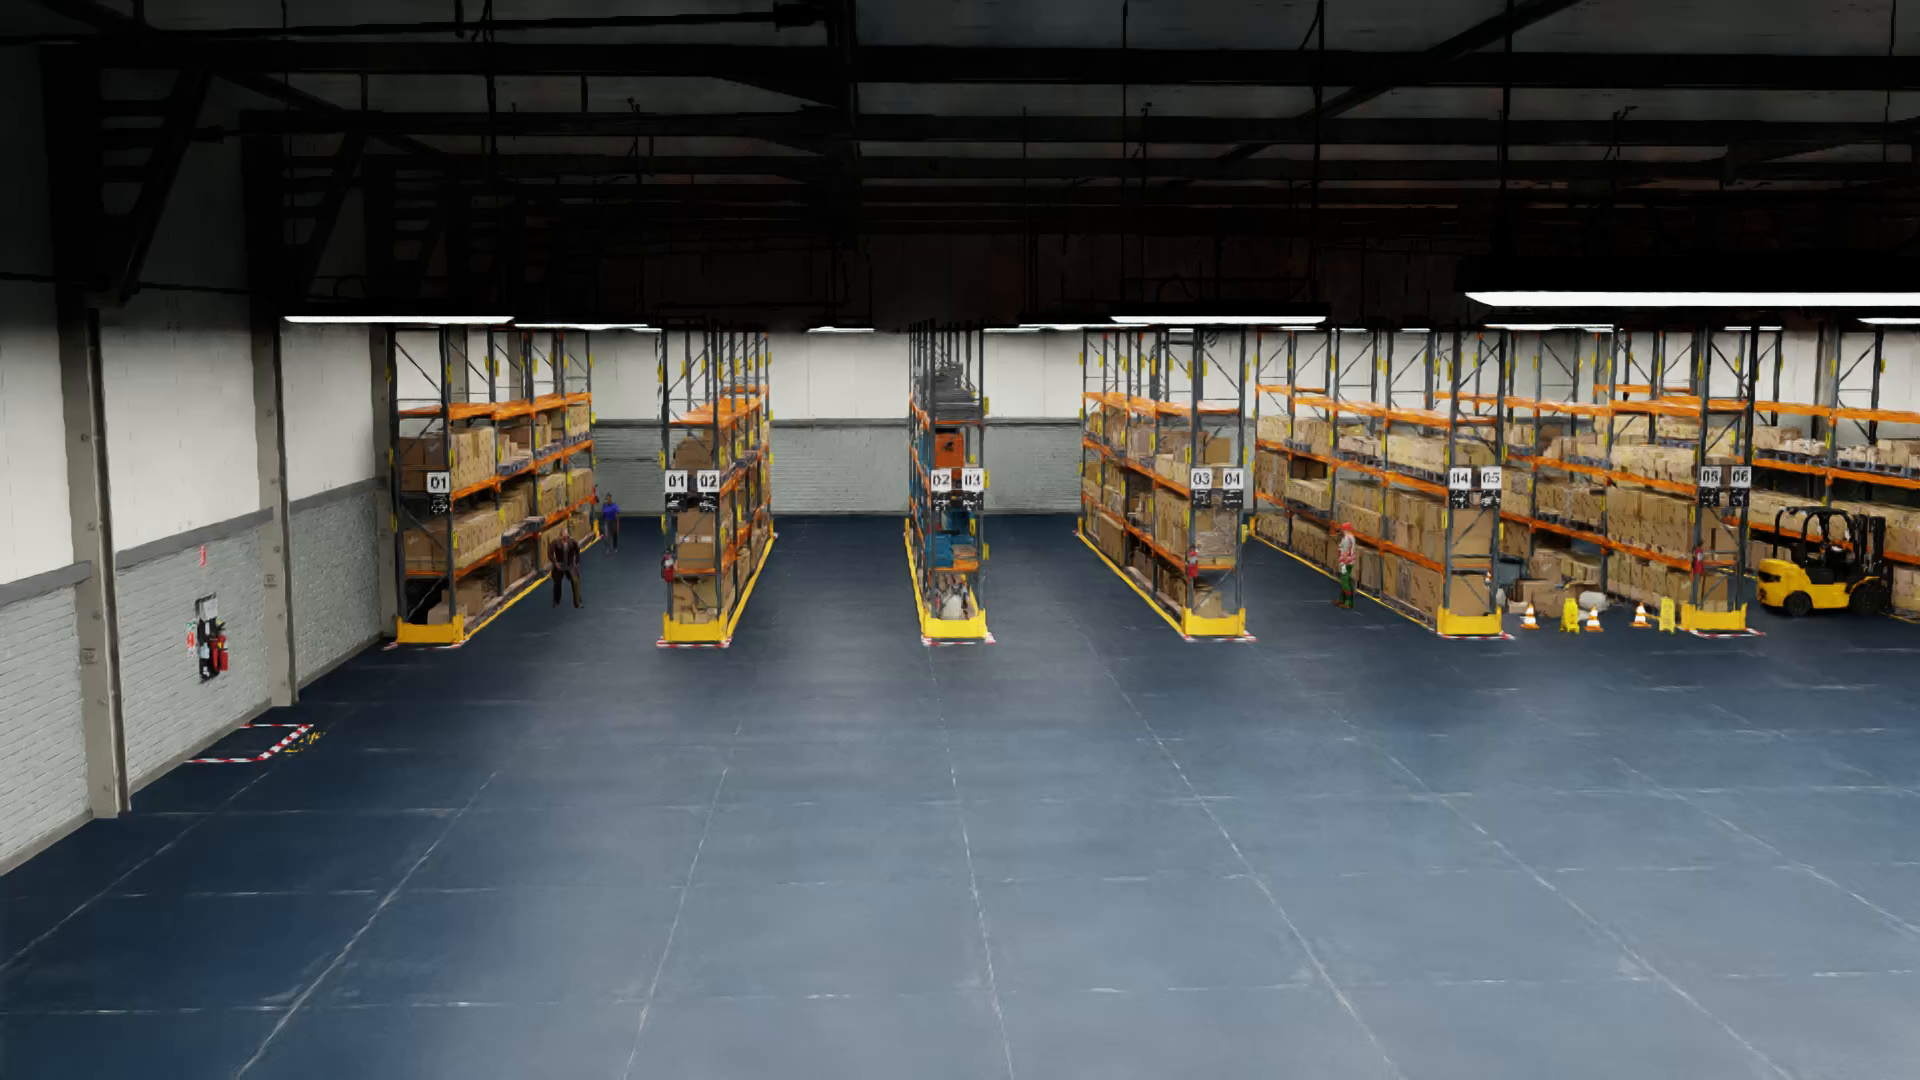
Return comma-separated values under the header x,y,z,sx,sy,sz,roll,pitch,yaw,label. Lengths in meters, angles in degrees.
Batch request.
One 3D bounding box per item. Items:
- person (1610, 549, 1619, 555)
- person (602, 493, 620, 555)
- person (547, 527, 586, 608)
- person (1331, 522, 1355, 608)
x,y,z,sx,sy,sz,roll,pitch,yaw,label
16.970,-0.407,42.515,0.597,1.746,0.668,3,8,21,person
-9.094,-0.428,43.355,0.461,1.596,0.999,-1,7,-5,person
-8.276,0.563,34.844,0.735,1.712,0.887,-3,7,-20,person
8.069,0.506,34.971,0.488,1.787,0.608,3,8,24,person
